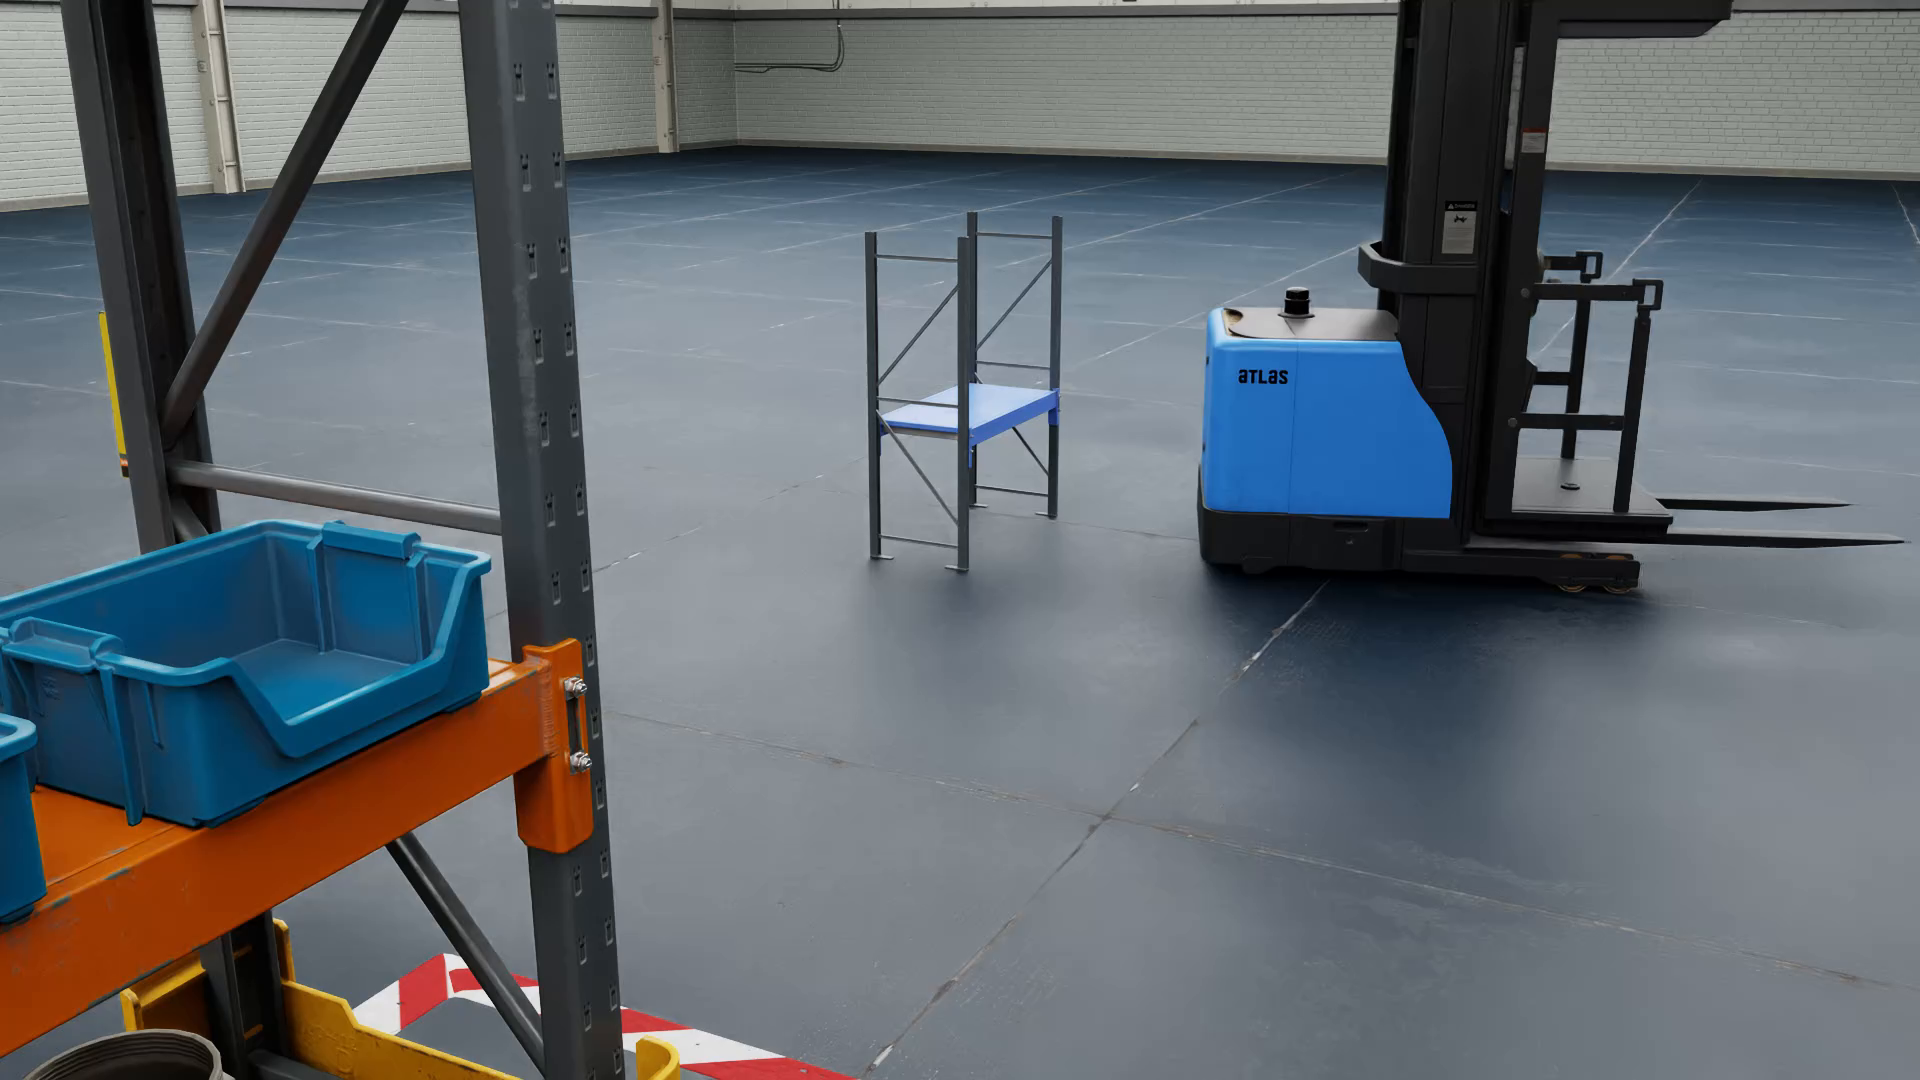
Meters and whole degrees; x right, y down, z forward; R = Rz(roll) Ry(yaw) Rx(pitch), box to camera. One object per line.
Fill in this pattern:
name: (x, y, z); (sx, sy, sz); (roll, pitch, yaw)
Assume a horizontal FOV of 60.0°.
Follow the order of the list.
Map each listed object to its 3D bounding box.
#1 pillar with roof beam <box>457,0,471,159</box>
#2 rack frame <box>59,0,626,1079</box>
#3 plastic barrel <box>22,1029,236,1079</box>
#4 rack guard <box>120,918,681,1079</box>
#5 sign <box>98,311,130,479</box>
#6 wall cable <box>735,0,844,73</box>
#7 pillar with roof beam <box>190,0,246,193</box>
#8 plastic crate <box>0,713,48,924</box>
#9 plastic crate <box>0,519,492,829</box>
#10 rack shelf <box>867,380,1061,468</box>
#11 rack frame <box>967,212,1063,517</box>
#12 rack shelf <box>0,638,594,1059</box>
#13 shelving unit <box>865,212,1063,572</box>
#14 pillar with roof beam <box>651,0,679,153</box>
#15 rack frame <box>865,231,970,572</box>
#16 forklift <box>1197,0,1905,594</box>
pillar with roof beam: (-5.383, -10.969, 29.149); (9.100, 9.000, 0.400); (8, 18, 25)
rack frame: (-1.105, -0.069, 2.988); (0.949, 2.616, 0.053); (8, 18, 25)
plastic barrel: (-1.328, 1.100, 2.684); (0.421, 0.512, 0.421); (0, 17, 0)
rack guard: (-1.094, 1.155, 3.258); (1.175, 0.500, 0.348); (8, 18, 25)
sign: (-1.592, -0.272, 3.187); (0.100, 0.325, 0.005); (8, 18, 25)
wall cable: (-4.054, -12.138, 38.541); (3.097, 2.526, 0.112); (8, 18, 25)
pillar with roof beam: (-8.064, -9.440, 24.004); (9.100, 9.000, 0.400); (8, 18, 25)
plastic crate: (-1.353, 0.333, 1.896); (0.499, 0.251, 0.408); (8, 18, 25)
plastic crate: (-1.058, 0.168, 2.451); (0.499, 0.251, 0.616); (8, 18, 25)
rack shelf: (0.038, -0.568, 7.935); (0.538, 0.185, 1.000); (8, 18, 25)
rack frame: (0.265, -0.870, 8.320); (0.500, 1.500, 0.032); (8, 18, 25)
rack shelf: (-1.996, 0.786, 1.374); (1.077, 0.370, 4.000); (8, 18, 25)
shelving unit: (0.038, -0.741, 7.884); (0.538, 1.500, 1.048); (8, 18, 25)
pillar with roof beam: (-2.702, -12.497, 34.295); (9.100, 9.000, 0.400); (8, 18, 25)
rack frame: (-0.189, -0.611, 7.448); (0.500, 1.500, 0.032); (8, 18, 25)
forklift: (2.643, -1.330, 7.355); (3.031, 2.935, 1.130); (2, 17, 6)
